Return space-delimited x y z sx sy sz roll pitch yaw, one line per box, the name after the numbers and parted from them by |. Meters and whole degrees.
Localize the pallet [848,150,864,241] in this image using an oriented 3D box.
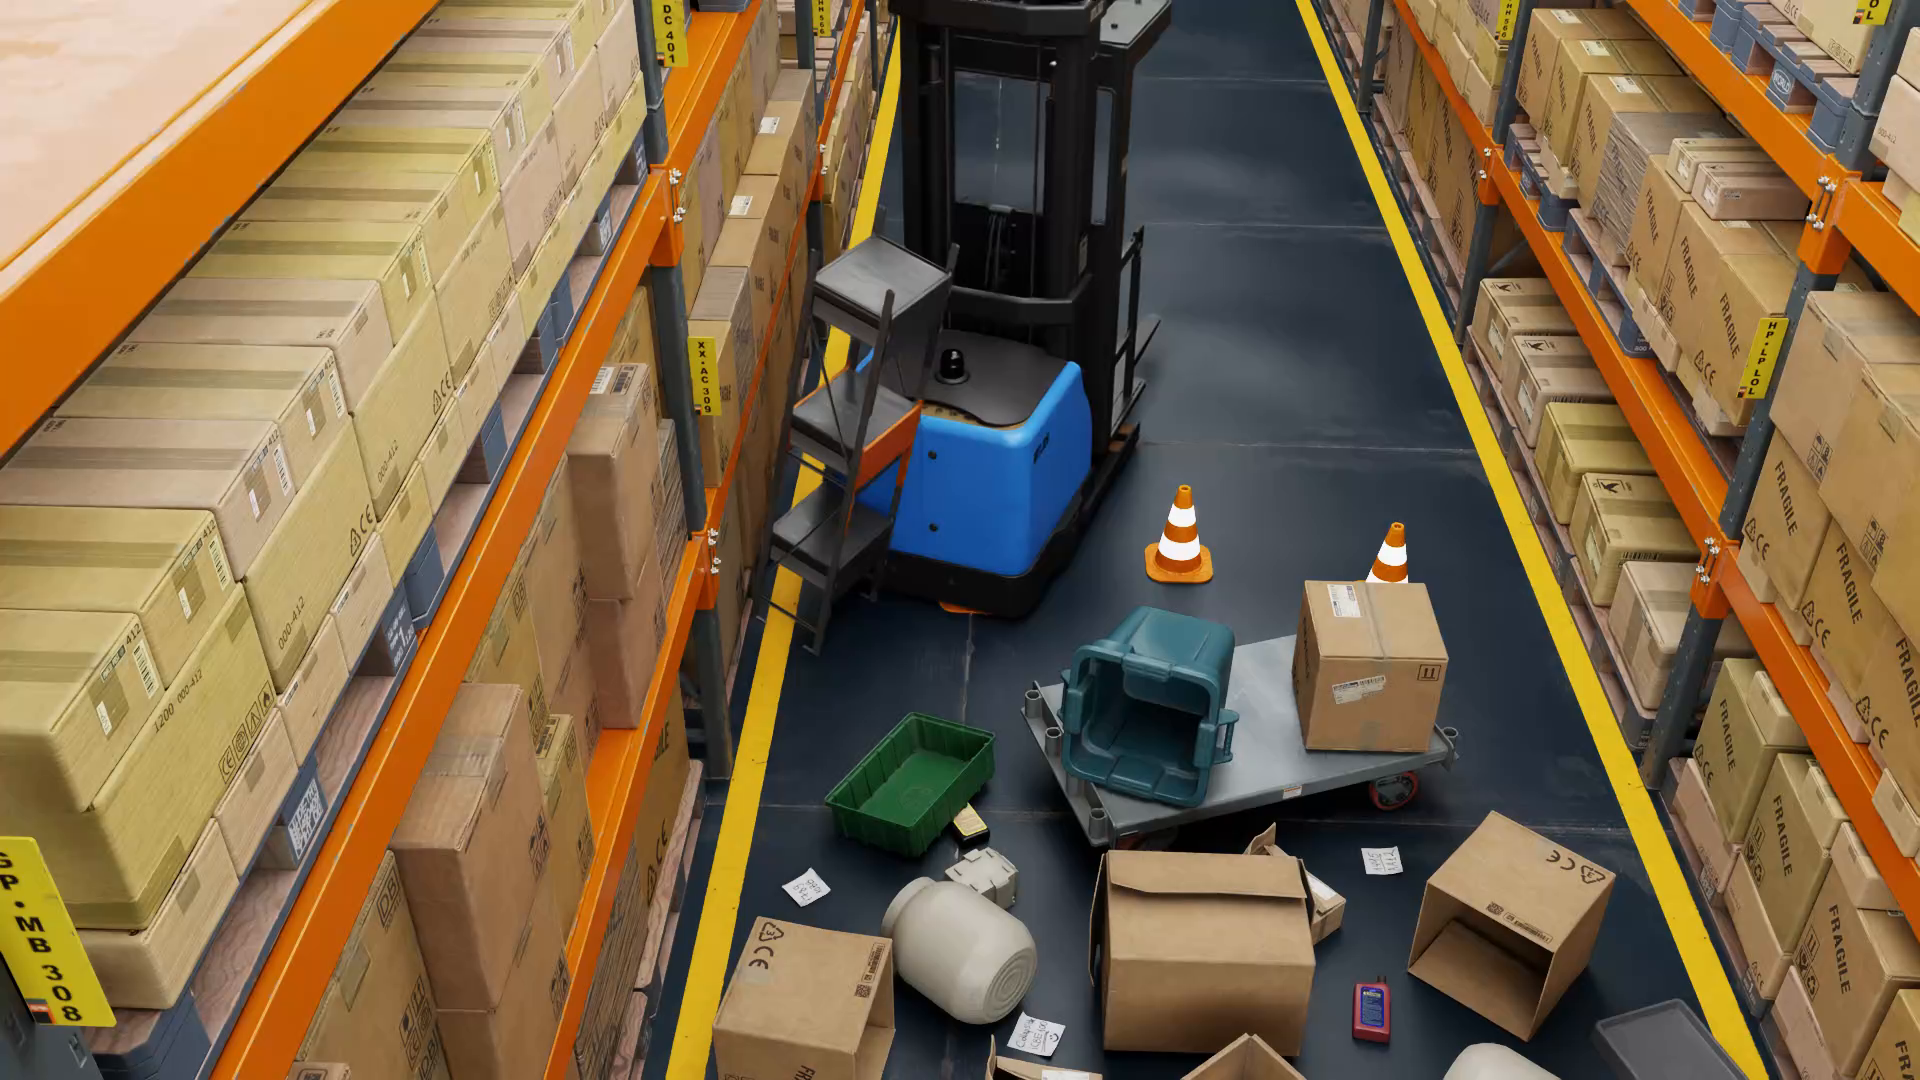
-1.249 -2.532 12.115 1.003 0.211 1.213 1 35 2 | pallet

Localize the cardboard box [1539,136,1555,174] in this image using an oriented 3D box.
3.316 -2.037 8.839 0.380 0.149 0.250 -1 35 -1 | cardboard box

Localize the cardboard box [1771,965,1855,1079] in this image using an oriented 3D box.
3.133 1.727 5.655 0.500 0.250 0.500 1 35 1 | cardboard box

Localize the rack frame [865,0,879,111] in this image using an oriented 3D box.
-1.173 -4.823 12.949 1.000 3.000 0.127 1 35 2 | rack frame

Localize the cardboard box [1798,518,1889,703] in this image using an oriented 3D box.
3.163 0.202 5.454 0.500 0.500 0.500 1 35 2 | cardboard box

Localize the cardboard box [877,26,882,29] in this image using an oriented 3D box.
-0.869 -4.327 14.358 0.380 0.149 0.250 1 35 2 | cardboard box

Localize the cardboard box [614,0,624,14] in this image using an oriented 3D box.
-1.190 -1.673 4.931 0.380 0.149 0.250 1 35 1 | cardboard box

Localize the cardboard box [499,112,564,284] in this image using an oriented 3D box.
-1.300 -0.860 4.122 0.500 0.250 0.500 1 35 1 | cardboard box

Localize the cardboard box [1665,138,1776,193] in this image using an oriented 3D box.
3.251 -1.595 7.081 0.380 0.149 0.250 0 35 0 | cardboard box

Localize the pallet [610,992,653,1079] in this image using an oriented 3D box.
-1.649 2.052 5.592 1.003 0.211 1.213 1 35 2 | pallet

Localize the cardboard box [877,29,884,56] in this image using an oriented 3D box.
-0.839 -4.151 13.849 0.380 0.149 0.250 3 35 4 | cardboard box

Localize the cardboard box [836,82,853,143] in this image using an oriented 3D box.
-1.011 -2.947 11.436 0.500 0.250 0.500 2 35 2 | cardboard box

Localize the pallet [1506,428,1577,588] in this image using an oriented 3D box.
3.532 -0.180 8.768 1.003 0.211 1.213 1 35 2 | pallet

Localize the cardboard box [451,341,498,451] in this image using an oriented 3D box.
-1.261 -0.327 3.709 0.380 0.149 0.250 2 35 2 | cardboard box

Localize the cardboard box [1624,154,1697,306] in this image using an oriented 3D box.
3.290 -1.357 7.307 0.500 0.500 0.500 2 35 4 | cardboard box

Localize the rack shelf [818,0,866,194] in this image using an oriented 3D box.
-1.253 -3.380 11.521 1.077 0.370 4.000 1 35 2 | rack shelf

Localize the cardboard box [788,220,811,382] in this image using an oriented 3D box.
-1.448 -1.428 9.711 1.050 0.750 0.750 1 35 1 | cardboard box

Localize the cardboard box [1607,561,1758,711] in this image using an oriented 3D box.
3.474 0.431 7.393 0.950 0.372 0.625 2 35 2 | cardboard box

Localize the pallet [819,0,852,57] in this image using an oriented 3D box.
-1.295 -3.585 11.354 1.003 0.211 1.213 1 35 2 | pallet

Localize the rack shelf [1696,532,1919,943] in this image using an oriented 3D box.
3.375 1.273 4.901 1.077 0.370 4.000 1 35 2 | rack shelf

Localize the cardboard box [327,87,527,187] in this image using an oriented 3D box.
-1.242 -0.948 3.899 0.380 0.149 0.250 1 35 1 | cardboard box

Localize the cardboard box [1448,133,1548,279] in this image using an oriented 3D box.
3.727 -2.166 10.652 0.875 0.875 0.875 1 35 1 | cardboard box

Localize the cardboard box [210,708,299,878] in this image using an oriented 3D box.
-1.311 0.398 2.678 0.380 0.149 0.250 2 35 2 | cardboard box

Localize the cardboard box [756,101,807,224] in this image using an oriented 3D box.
-1.105 -2.014 8.866 0.500 0.500 0.500 1 35 2 | cardboard box

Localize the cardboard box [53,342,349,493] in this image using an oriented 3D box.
-1.292 -0.213 2.854 0.380 0.149 0.250 2 35 2 | cardboard box

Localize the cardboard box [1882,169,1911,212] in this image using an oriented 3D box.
3.196 -1.120 5.290 0.380 0.149 0.250 1 35 1 | cardboard box

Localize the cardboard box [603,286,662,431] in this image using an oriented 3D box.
-1.543 -0.519 5.755 0.875 0.550 0.550 1 35 2 | cardboard box

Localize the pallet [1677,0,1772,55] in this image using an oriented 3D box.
3.626 -2.269 6.870 1.213 0.211 1.003 1 35 2 | pallet

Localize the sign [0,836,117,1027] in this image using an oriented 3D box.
-1.101 0.470 1.980 0.100 0.325 0.005 1 35 2 | sign

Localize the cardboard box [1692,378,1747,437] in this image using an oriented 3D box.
3.201 -0.541 6.711 0.380 0.149 0.250 2 35 3 | cardboard box

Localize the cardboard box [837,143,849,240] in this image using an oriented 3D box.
-1.034 -2.363 11.258 0.500 0.500 0.500 2 35 2 | cardboard box

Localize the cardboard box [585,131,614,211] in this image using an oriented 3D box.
-1.208 -1.054 4.744 0.380 0.149 0.250 2 35 3 | cardboard box

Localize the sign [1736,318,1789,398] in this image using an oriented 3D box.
2.901 -0.655 6.012 0.100 0.325 0.005 1 35 2 | sign

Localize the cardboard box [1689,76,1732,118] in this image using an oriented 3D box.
3.847 -1.948 8.148 0.500 0.500 0.500 -1 35 -1 | cardboard box

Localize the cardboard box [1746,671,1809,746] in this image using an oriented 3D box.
3.097 0.614 6.024 0.380 0.149 0.250 2 35 3 | cardboard box

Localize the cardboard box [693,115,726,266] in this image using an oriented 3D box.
-1.441 -1.548 7.333 0.700 0.500 0.500 2 35 2 | cardboard box

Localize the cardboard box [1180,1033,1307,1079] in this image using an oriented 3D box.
0.836 2.081 5.296 0.797 0.503 0.637 -24 42 -30 | cardboard box

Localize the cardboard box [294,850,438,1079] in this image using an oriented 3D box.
-1.671 1.038 3.541 0.875 0.550 0.550 1 35 2 | cardboard box

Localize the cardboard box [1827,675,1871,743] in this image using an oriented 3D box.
3.139 0.547 5.527 0.380 0.149 0.250 2 35 3 | cardboard box

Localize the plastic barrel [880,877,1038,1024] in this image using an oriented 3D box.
-0.007 1.515 6.172 0.512 0.421 0.421 28 44 33 | plastic barrel

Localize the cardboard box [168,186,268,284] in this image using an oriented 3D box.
-1.852 -0.582 3.726 0.500 0.250 0.500 2 35 2 | cardboard box

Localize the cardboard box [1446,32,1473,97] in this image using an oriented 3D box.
3.382 -2.998 10.483 0.500 0.250 0.500 2 35 3 | cardboard box

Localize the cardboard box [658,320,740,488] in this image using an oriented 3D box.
-1.204 -0.564 6.802 0.500 0.500 0.500 2 35 2 | cardboard box

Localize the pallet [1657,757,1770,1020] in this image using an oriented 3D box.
3.464 1.357 6.581 1.003 0.211 1.213 1 35 2 | pallet

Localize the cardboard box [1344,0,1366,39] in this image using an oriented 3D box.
3.945 -4.763 14.727 0.875 0.438 0.875 0 35 0 | cardboard box

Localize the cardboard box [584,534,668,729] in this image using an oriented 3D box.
-1.497 0.241 5.614 0.875 0.550 0.550 1 35 2 | cardboard box

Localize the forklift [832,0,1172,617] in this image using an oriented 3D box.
0.372 -1.669 8.521 1.130 2.935 3.031 13 37 17 | forklift

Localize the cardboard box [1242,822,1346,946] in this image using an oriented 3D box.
1.279 1.367 6.520 0.258 0.266 0.396 -24 42 -30 | cardboard box

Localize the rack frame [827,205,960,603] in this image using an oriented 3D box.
-0.378 -0.545 7.597 0.400 2.100 0.015 30 43 16 | rack frame

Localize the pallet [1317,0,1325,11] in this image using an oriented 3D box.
3.984 -5.463 16.285 1.003 0.211 1.213 1 35 2 | pallet

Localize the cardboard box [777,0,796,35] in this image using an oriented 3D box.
-1.121 -3.101 9.835 0.380 0.149 0.250 1 35 2 | cardboard box

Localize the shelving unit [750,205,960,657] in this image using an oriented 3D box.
-0.504 -0.424 7.427 0.431 2.100 0.503 30 43 16 | shelving unit

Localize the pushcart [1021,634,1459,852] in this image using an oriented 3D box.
1.176 0.878 7.118 1.648 0.377 0.936 -10 36 -14 | pushcart

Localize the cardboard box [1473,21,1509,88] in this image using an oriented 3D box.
3.382 -2.896 9.903 0.500 0.250 0.500 1 35 2 | cardboard box
